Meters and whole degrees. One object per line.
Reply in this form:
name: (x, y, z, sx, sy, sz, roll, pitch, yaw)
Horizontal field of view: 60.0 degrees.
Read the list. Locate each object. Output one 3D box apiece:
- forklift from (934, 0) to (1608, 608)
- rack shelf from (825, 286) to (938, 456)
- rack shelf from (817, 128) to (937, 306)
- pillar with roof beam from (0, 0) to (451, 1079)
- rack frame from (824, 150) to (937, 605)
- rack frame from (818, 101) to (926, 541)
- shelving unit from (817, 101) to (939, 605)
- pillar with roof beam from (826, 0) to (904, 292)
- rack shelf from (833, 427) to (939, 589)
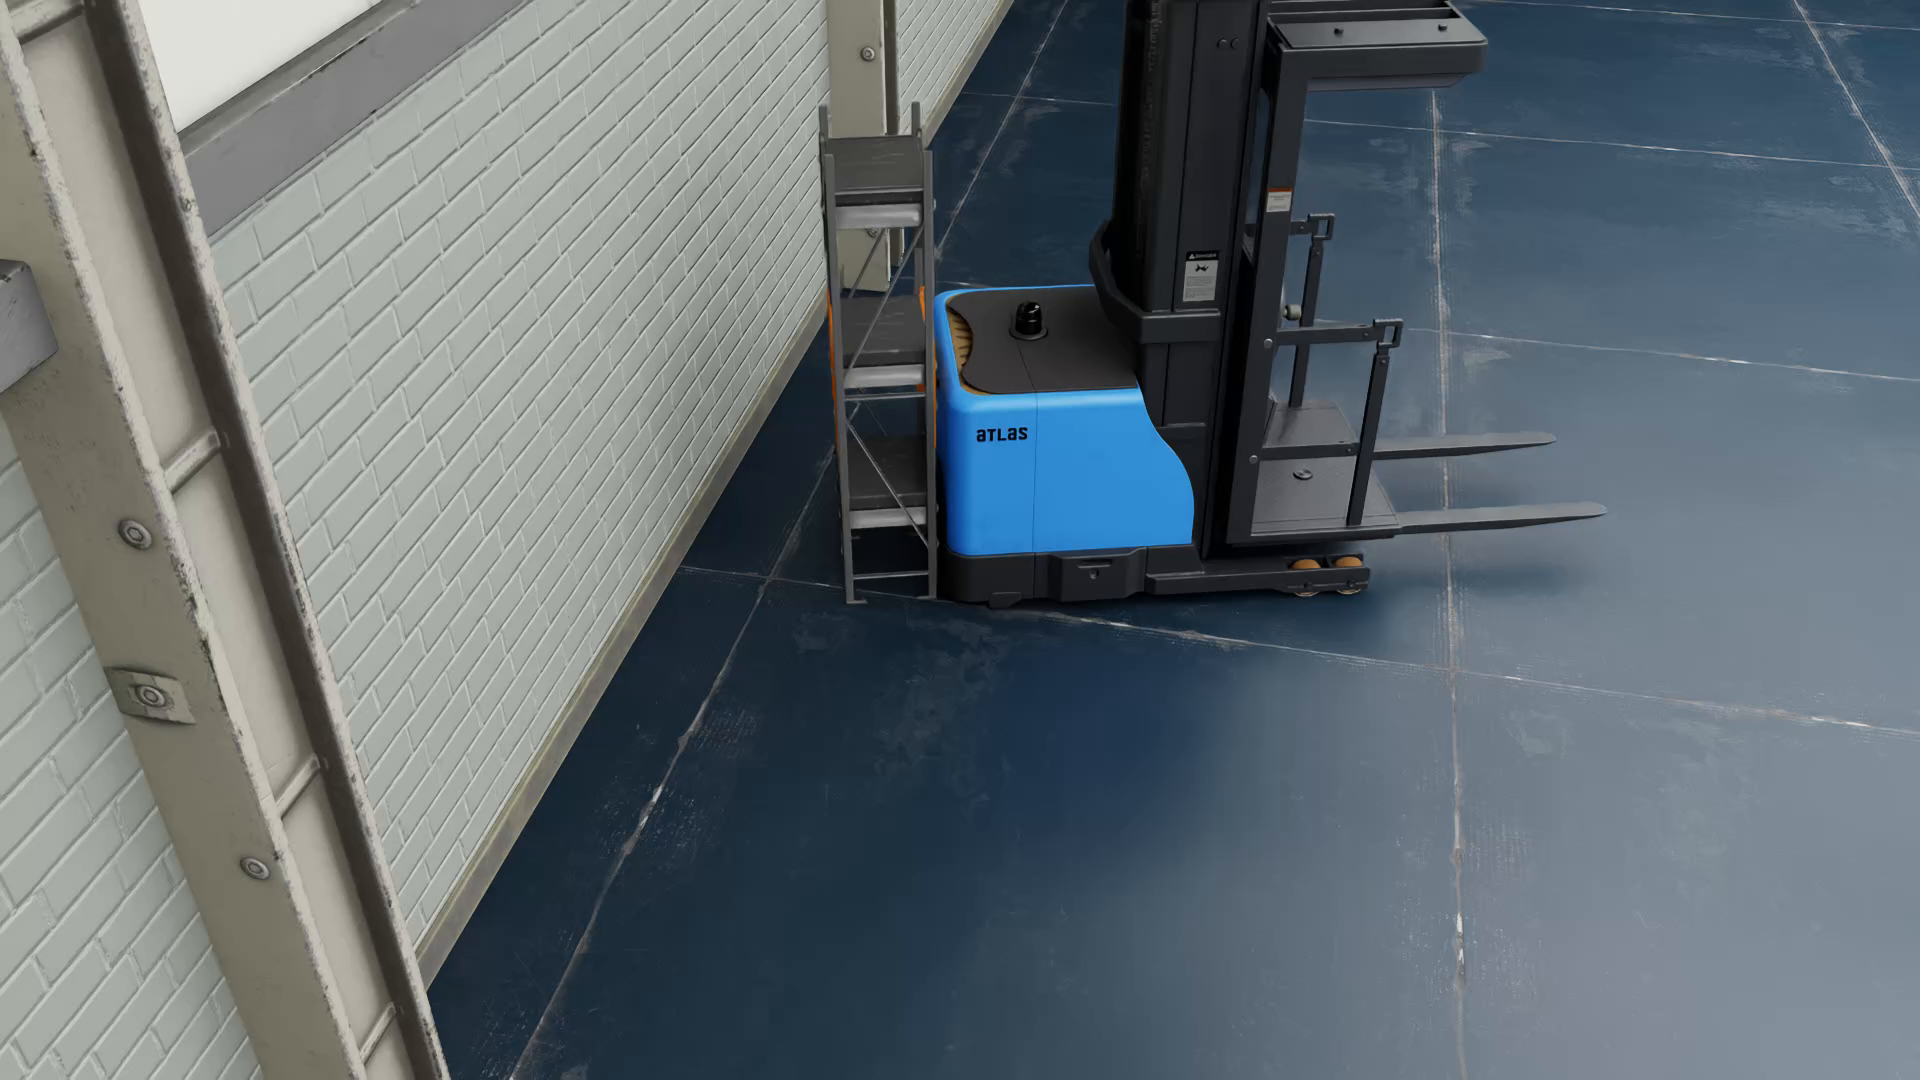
forklift: (1.403, -1.242, 6.966, 3.031, 2.935, 1.130, -3, 36, -4)
rack shelf: (-0.330, -0.711, 6.965, 0.431, 0.518, 0.480, -4, 36, -5)
rack shelf: (-0.330, -1.278, 6.555, 0.431, 0.518, 0.480, -4, 36, -5)
pillar with roof beam: (2.397, -1.252, 1.810, 9.100, 9.000, 0.400, 7, 37, 10)
rack frame: (-0.303, -0.580, 6.761, 0.400, 2.100, 0.015, -4, 36, -5)
rack frame: (-0.357, -0.865, 7.154, 0.400, 2.100, 0.015, -4, 36, -5)
shelving unit: (-0.330, -0.722, 6.957, 0.431, 2.100, 0.503, -4, 36, -5)
pillar with roof beam: (3.678, -4.692, 6.556, 9.100, 9.000, 0.400, 7, 37, 10)
rack shelf: (-0.330, -0.144, 7.376, 0.431, 0.518, 0.480, -4, 36, -5)
